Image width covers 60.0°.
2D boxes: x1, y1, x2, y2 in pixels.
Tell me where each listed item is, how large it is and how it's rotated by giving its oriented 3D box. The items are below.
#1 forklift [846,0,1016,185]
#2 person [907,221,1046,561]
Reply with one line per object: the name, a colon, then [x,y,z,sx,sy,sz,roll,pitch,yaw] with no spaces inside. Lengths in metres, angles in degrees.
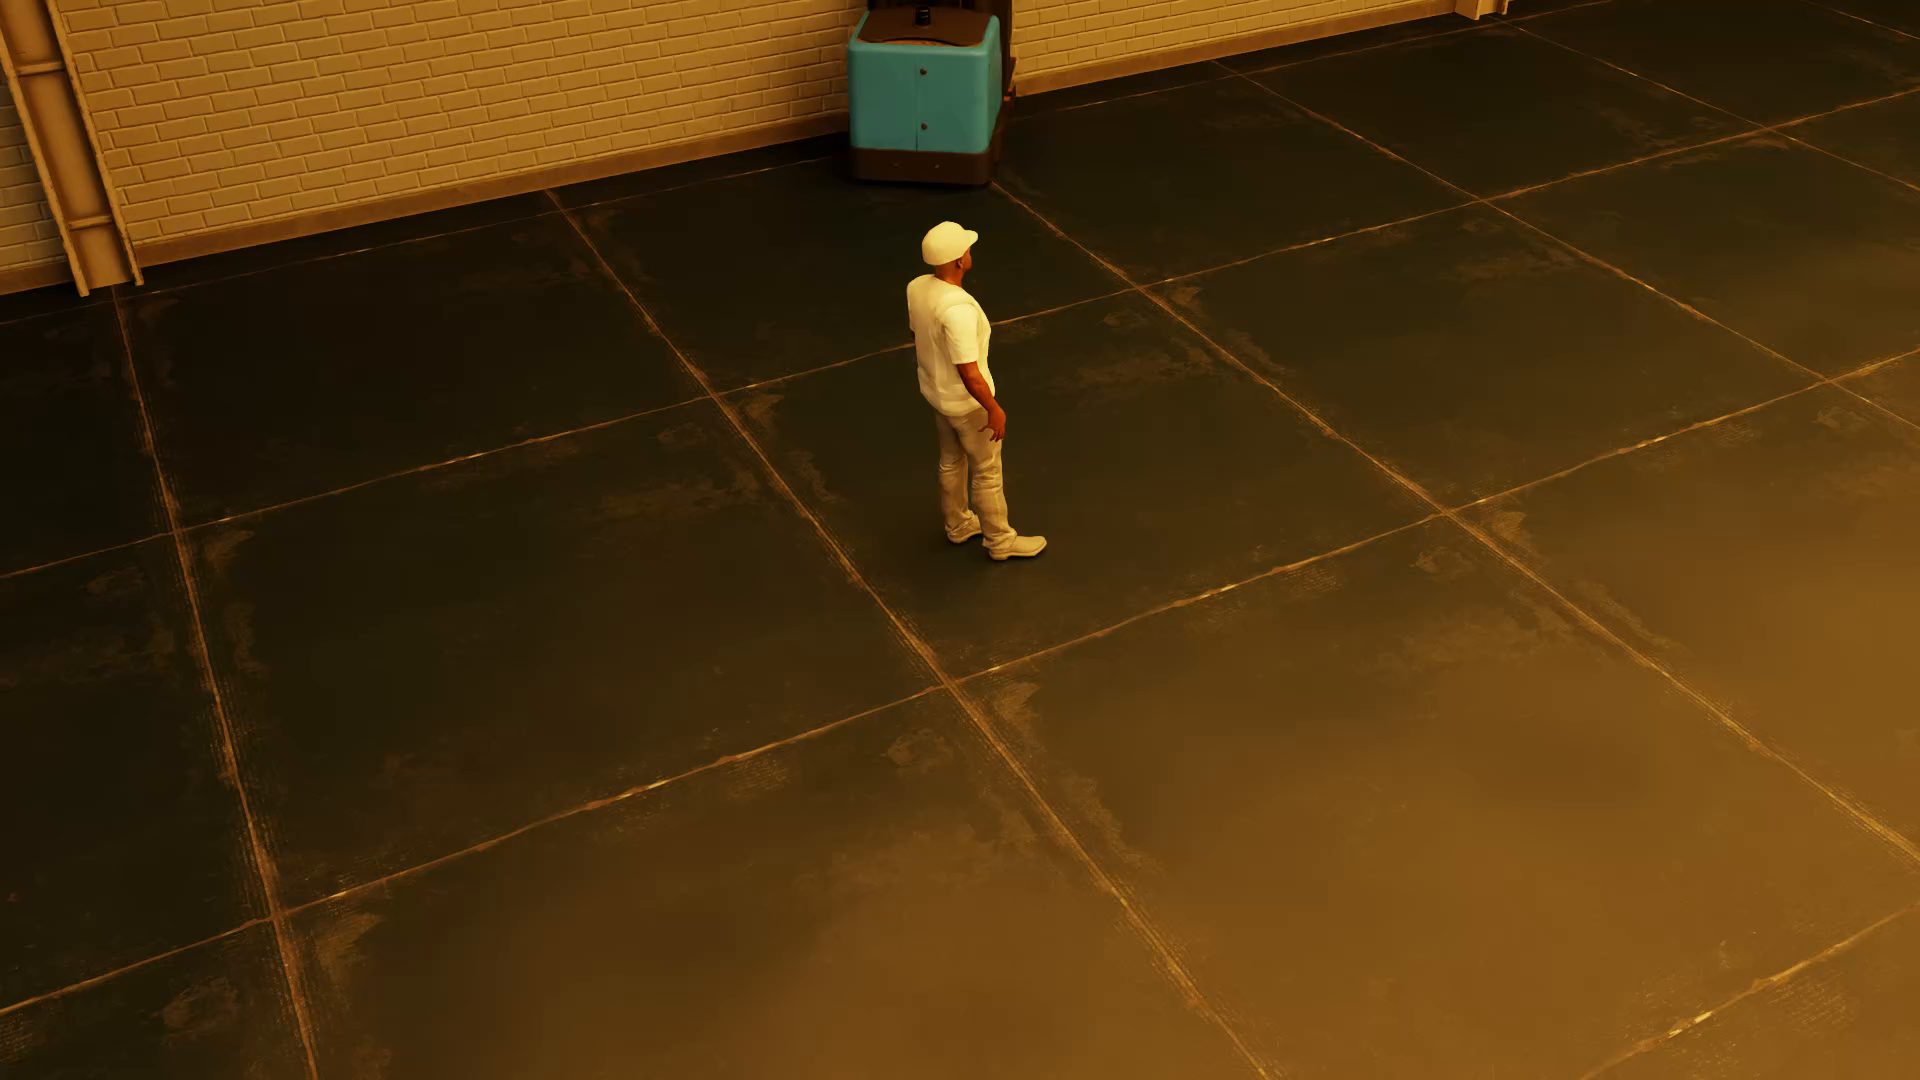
forklift: [-0.134,-4.647,12.697,1.130,2.935,3.031,4,35,6]
person: [0.064,-0.741,8.172,0.577,1.761,0.665,-17,39,-23]
